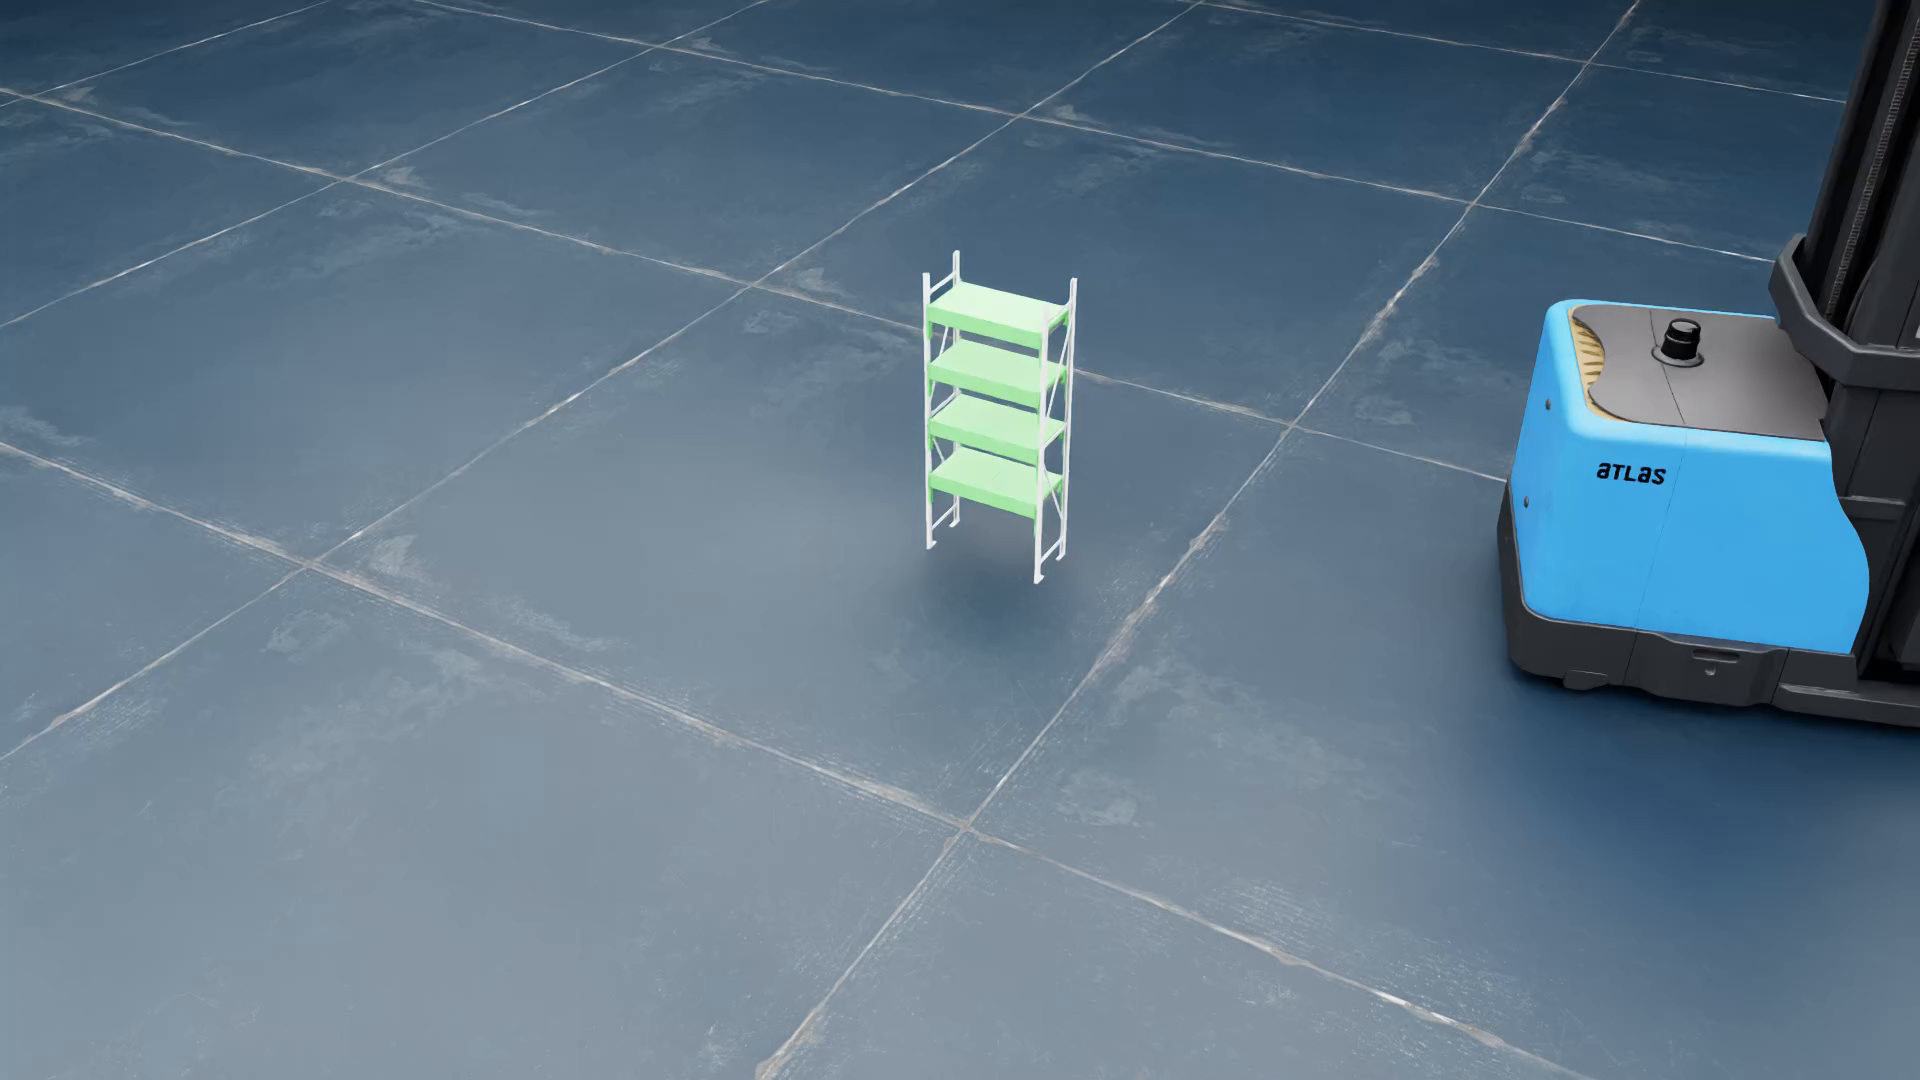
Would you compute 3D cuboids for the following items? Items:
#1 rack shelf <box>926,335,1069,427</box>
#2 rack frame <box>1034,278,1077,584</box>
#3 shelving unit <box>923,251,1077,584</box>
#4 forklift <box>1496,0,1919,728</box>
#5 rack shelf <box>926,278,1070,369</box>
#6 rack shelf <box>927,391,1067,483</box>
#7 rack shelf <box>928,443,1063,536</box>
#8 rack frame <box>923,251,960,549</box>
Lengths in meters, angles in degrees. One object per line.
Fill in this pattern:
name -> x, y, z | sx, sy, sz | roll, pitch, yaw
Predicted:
rack shelf -> 0.144, -0.600, 6.251 | 0.480, 0.148, 0.258 | 18, 37, 24
rack frame -> 0.356, -0.387, 6.248 | 0.015, 1.200, 0.240 | 18, 37, 24
shelving unit -> 0.144, -0.454, 6.349 | 0.503, 1.200, 0.258 | 18, 37, 24
forklift -> 3.551, -0.800, 5.307 | 3.031, 2.935, 1.130 | 7, 34, 10
rack shelf -> 0.144, -0.800, 6.118 | 0.480, 0.148, 0.258 | 18, 37, 24
rack shelf -> 0.144, -0.401, 6.384 | 0.480, 0.148, 0.258 | 18, 37, 24
rack shelf -> 0.144, -0.201, 6.518 | 0.480, 0.148, 0.258 | 18, 37, 24
rack frame -> -0.068, -0.521, 6.450 | 0.015, 1.200, 0.240 | 18, 37, 24
